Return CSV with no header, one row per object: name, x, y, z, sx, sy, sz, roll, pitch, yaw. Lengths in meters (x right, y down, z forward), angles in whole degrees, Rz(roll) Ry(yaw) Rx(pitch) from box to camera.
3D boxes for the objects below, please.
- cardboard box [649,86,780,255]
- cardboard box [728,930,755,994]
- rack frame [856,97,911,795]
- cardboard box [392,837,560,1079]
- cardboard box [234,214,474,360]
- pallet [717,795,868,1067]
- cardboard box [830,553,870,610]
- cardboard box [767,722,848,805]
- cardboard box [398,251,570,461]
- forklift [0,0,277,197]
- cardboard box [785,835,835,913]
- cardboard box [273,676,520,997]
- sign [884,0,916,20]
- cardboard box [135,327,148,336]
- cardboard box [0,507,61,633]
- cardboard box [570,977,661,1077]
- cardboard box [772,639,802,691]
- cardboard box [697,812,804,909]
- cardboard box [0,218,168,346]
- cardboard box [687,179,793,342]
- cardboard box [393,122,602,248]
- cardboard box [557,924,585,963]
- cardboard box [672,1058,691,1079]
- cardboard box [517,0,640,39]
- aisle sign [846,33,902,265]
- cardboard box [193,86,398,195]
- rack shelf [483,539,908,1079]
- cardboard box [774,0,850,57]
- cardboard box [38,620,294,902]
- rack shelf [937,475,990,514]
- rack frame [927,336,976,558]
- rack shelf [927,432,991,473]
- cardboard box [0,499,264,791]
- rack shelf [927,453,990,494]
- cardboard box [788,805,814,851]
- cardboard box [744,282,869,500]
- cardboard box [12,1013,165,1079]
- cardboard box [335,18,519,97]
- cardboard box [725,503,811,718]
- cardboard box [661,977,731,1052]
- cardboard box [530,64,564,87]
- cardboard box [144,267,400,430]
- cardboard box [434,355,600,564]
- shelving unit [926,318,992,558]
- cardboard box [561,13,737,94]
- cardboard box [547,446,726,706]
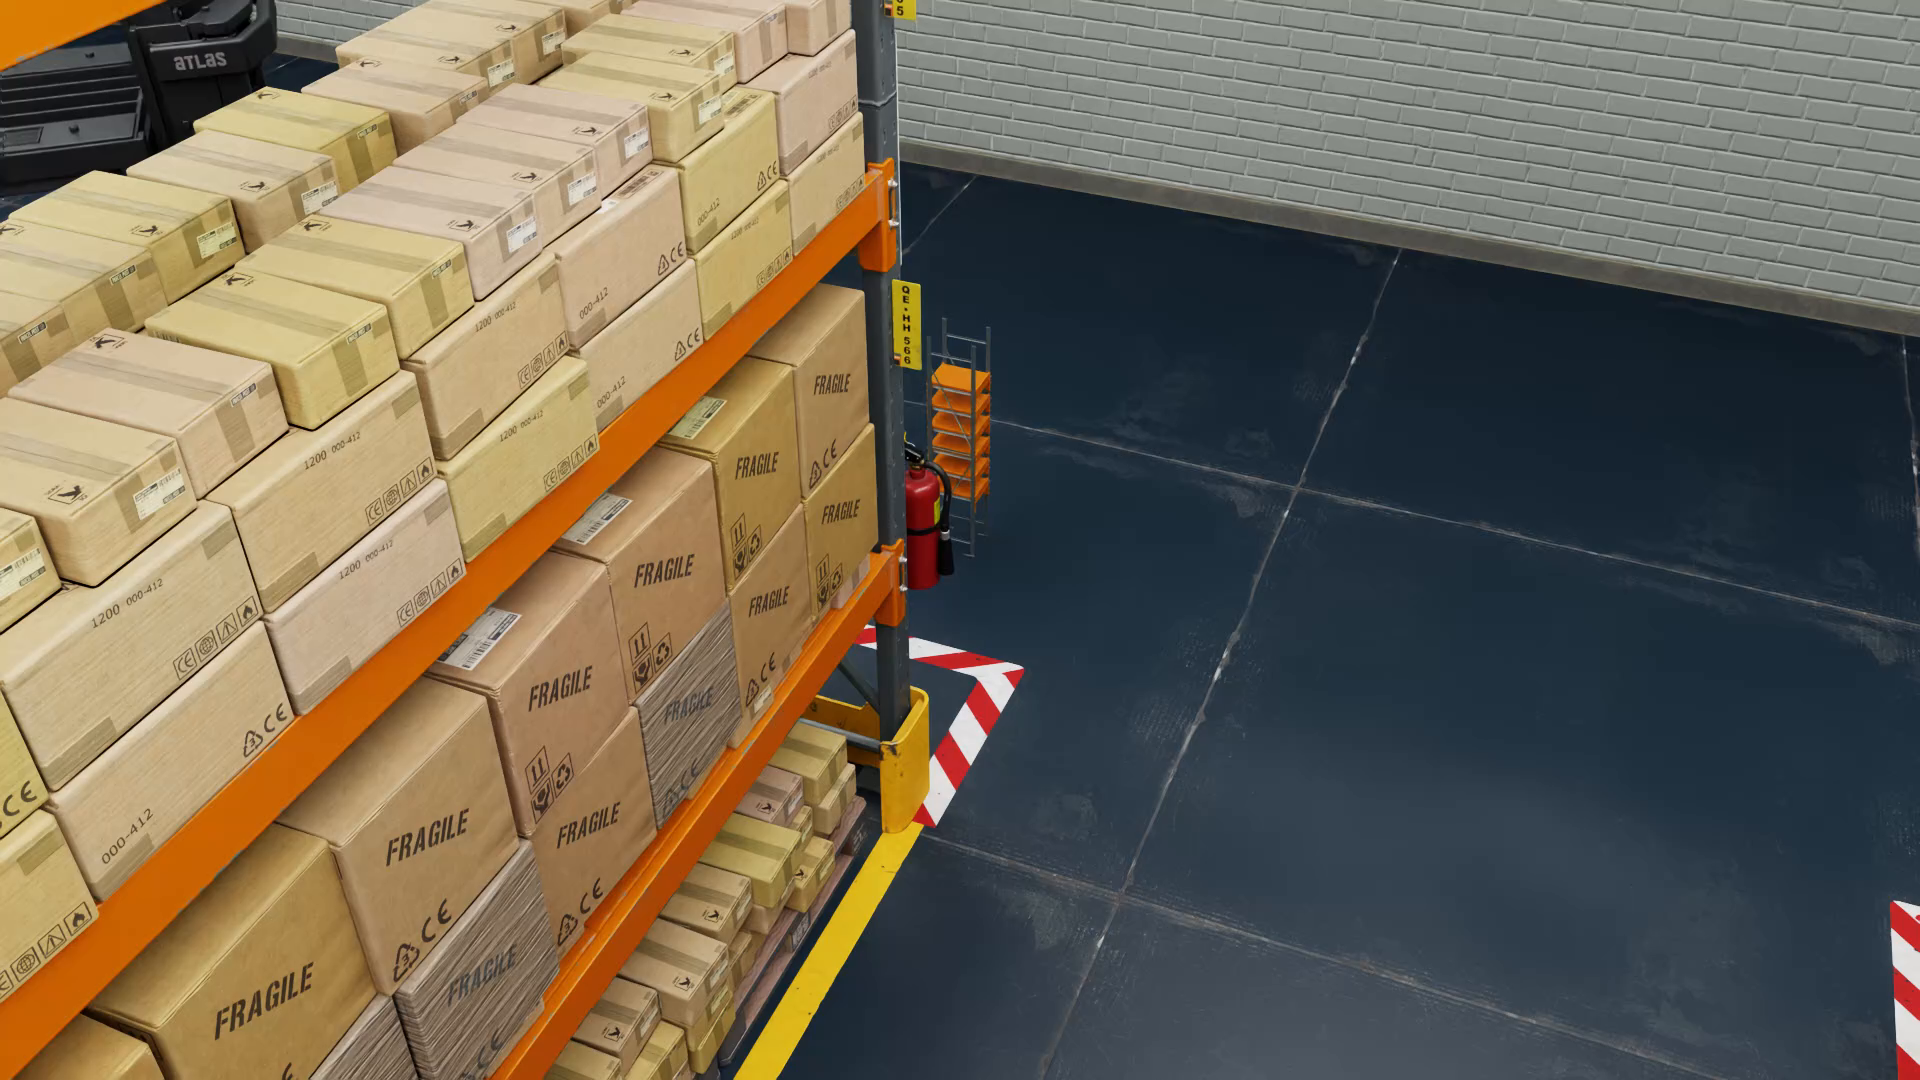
cardboard box,-0.817,-1.012,4.402,0.500,0.250,0.500,13,39,17
cardboard box,-0.957,1.478,5.899,0.380,0.149,0.250,14,39,18
rack frame,-0.683,-0.266,6.203,1.000,3.000,0.127,14,39,18
cardboard box,-1.377,1.026,4.142,0.500,0.500,0.500,13,39,17
cardboard box,-1.239,-0.524,3.416,0.380,0.149,0.250,13,39,16
pallet,-1.054,1.334,6.390,1.003,0.211,1.213,14,39,18
cardboard box,-0.546,0.079,5.950,0.380,0.149,0.250,14,39,18
cardboard box,-0.650,0.820,6.283,0.380,0.149,0.250,14,39,18
cardboard box,-1.217,-0.452,3.653,0.500,0.250,0.500,12,38,16
forklift,-3.509,-0.920,7.134,3.031,2.935,1.130,-12,38,-15
cardboard box,-0.695,1.212,6.256,0.380,0.149,0.250,15,39,19
cardboard box,-1.405,0.632,3.834,0.500,0.500,0.500,14,39,18
sign,-0.178,-1.685,4.856,0.100,0.325,0.005,14,39,18
cardboard box,-1.862,-0.282,3.426,0.500,0.250,0.500,15,39,20
cardboard box,-1.693,0.046,2.654,0.380,0.149,0.250,13,39,17
cardboard box,-1.191,1.529,5.334,0.380,0.149,0.250,13,39,16
cardboard box,-0.757,0.350,5.587,0.380,0.149,0.250,13,39,17
cardboard box,-0.780,1.118,5.884,0.380,0.149,0.250,13,39,17
cardboard box,-1.871,-0.511,3.398,0.380,0.149,0.250,14,39,17
cardboard box,-0.799,-0.812,4.552,0.500,0.250,0.500,14,39,18
cardboard box,-1.055,-0.815,3.806,0.380,0.149,0.250,15,39,19
cardboard box,-1.280,1.067,4.628,0.380,0.149,0.250,15,39,19
cardboard box,-1.119,1.780,5.495,0.380,0.149,0.250,15,39,19
cardboard box,-1.131,-1.503,4.727,0.380,0.149,0.250,15,39,20
aisle sign,-0.378,-1.280,5.387,0.394,0.787,0.004,14,39,18
cardboard box,-1.583,-0.944,3.978,0.380,0.149,0.250,15,39,19
rack shelf,-1.444,1.129,4.937,1.077,0.370,4.000,14,39,18
cardboard box,-0.538,-1.517,4.745,0.380,0.149,0.250,14,39,17
cardboard box,-1.603,0.331,3.023,0.500,0.250,0.500,13,39,17
rack shelf,-0.005,-0.245,8.152,0.258,0.103,0.180,14,39,18
rack frame,-0.040,-0.422,7.914,0.240,1.200,0.006,14,39,18
rack shelf,-0.005,-0.437,8.008,0.258,0.103,0.180,14,39,18
cardboard box,-1.606,0.120,2.888,0.500,0.250,0.500,14,39,18
rack shelf,-0.005,-0.341,8.080,0.258,0.103,0.180,14,39,18
cardboard box,-0.770,1.078,6.186,0.380,0.149,0.250,13,39,17
cardboard box,-0.627,-0.516,5.369,0.500,0.500,0.500,13,39,17
cardboard box,-1.808,1.194,3.081,0.500,0.500,0.500,15,39,19
cardboard box,-1.395,-1.235,4.368,0.380,0.149,0.250,14,39,18
cardboard box,-0.817,0.166,5.292,0.500,0.500,0.500,13,39,17
cardboard box,-1.001,1.523,5.590,0.380,0.149,0.250,14,39,18
cardboard box,-1.288,-1.135,4.567,0.500,0.250,0.500,13,39,17
cardboard box,-1.326,-0.376,3.218,0.380,0.149,0.250,16,40,20
cardboard box,-1.184,-0.241,3.789,0.500,0.250,0.500,16,40,20
shelving unit,-0.005,-0.473,7.982,0.258,1.200,0.189,14,39,18
cardboard box,-0.819,-1.260,4.401,0.380,0.149,0.250,13,39,16
cardboard box,-1.010,0.054,4.606,0.500,0.500,0.500,16,40,20
